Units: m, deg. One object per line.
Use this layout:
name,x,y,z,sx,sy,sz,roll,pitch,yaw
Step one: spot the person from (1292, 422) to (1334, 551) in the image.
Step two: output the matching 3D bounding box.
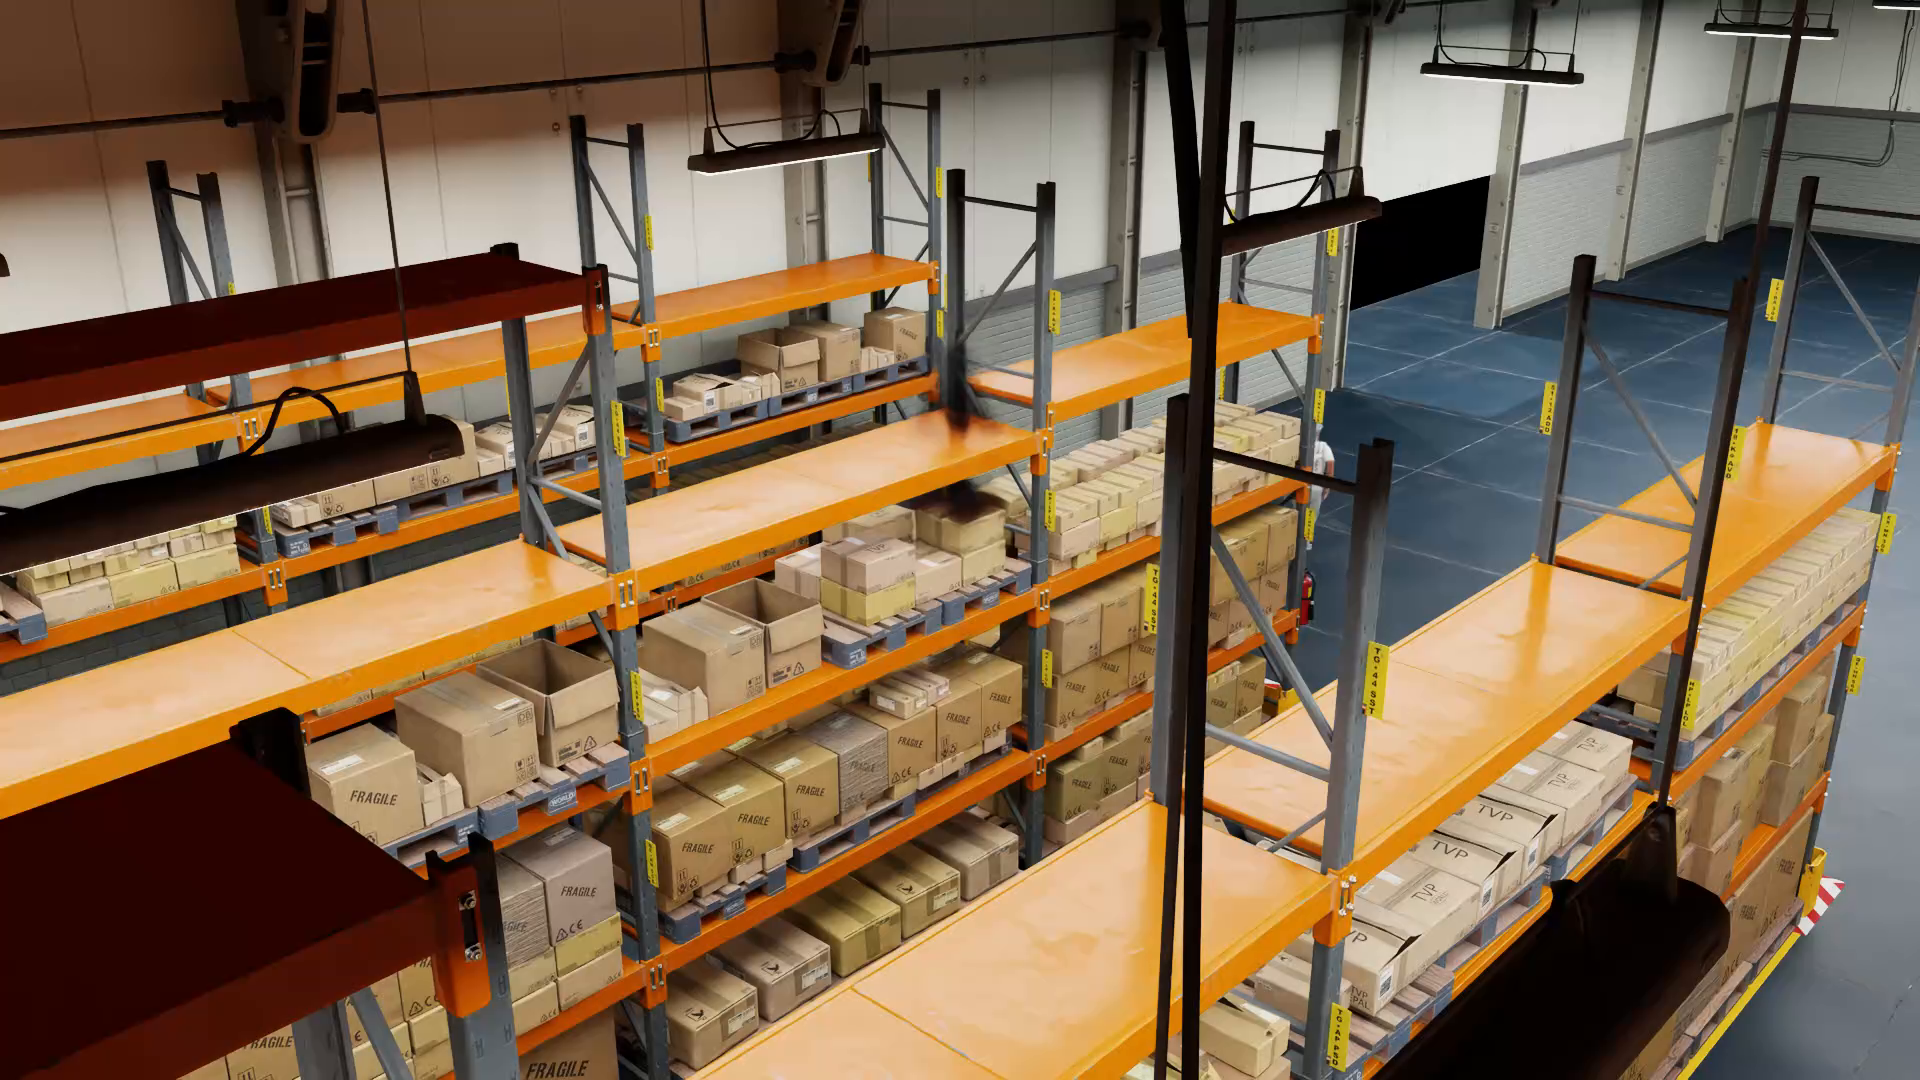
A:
person,4.454,-0.635,21.383,0.658,1.709,0.786,6,22,15
